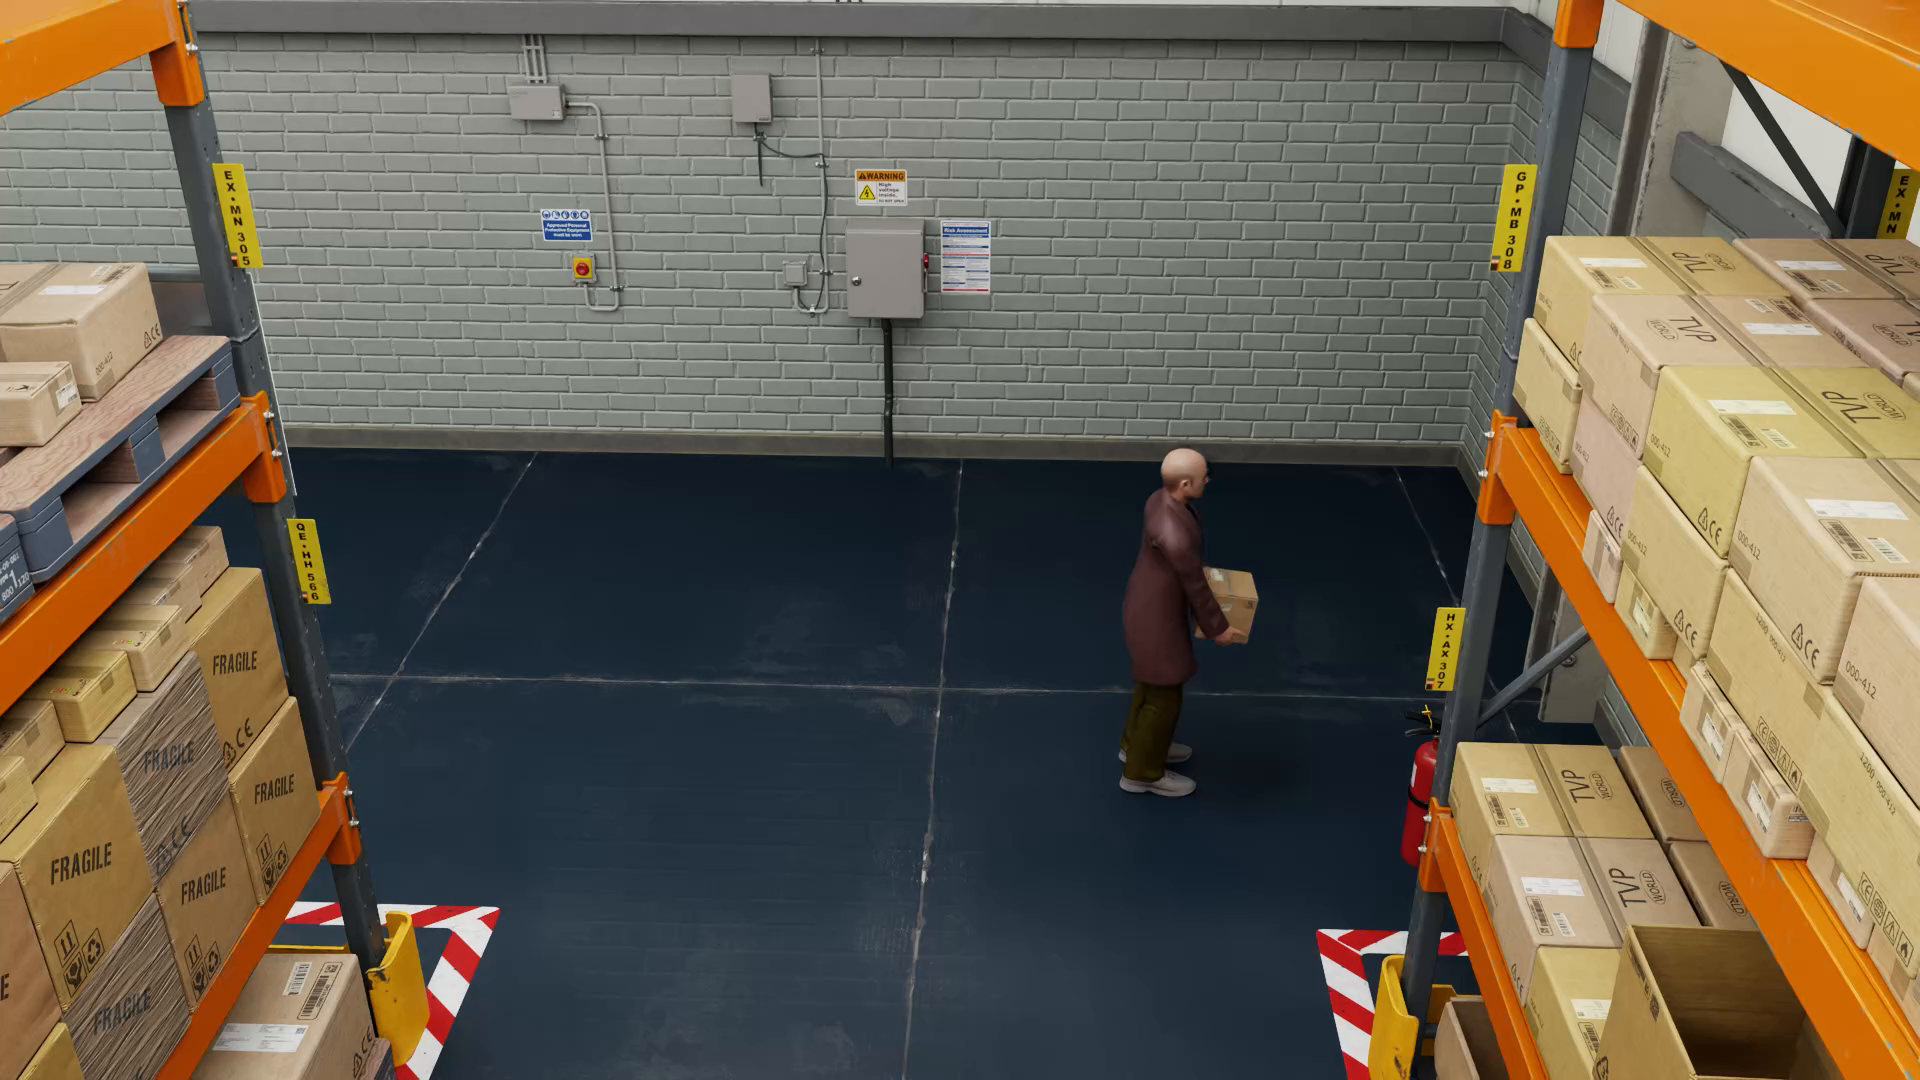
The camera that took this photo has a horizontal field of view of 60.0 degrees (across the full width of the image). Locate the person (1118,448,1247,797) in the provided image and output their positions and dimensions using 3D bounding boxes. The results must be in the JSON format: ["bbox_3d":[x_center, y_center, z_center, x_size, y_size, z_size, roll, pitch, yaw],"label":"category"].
[{"bbox_3d":[1.056,0.387,7.905,0.575,1.776,0.528,0,28,1],"label":"person"}]
